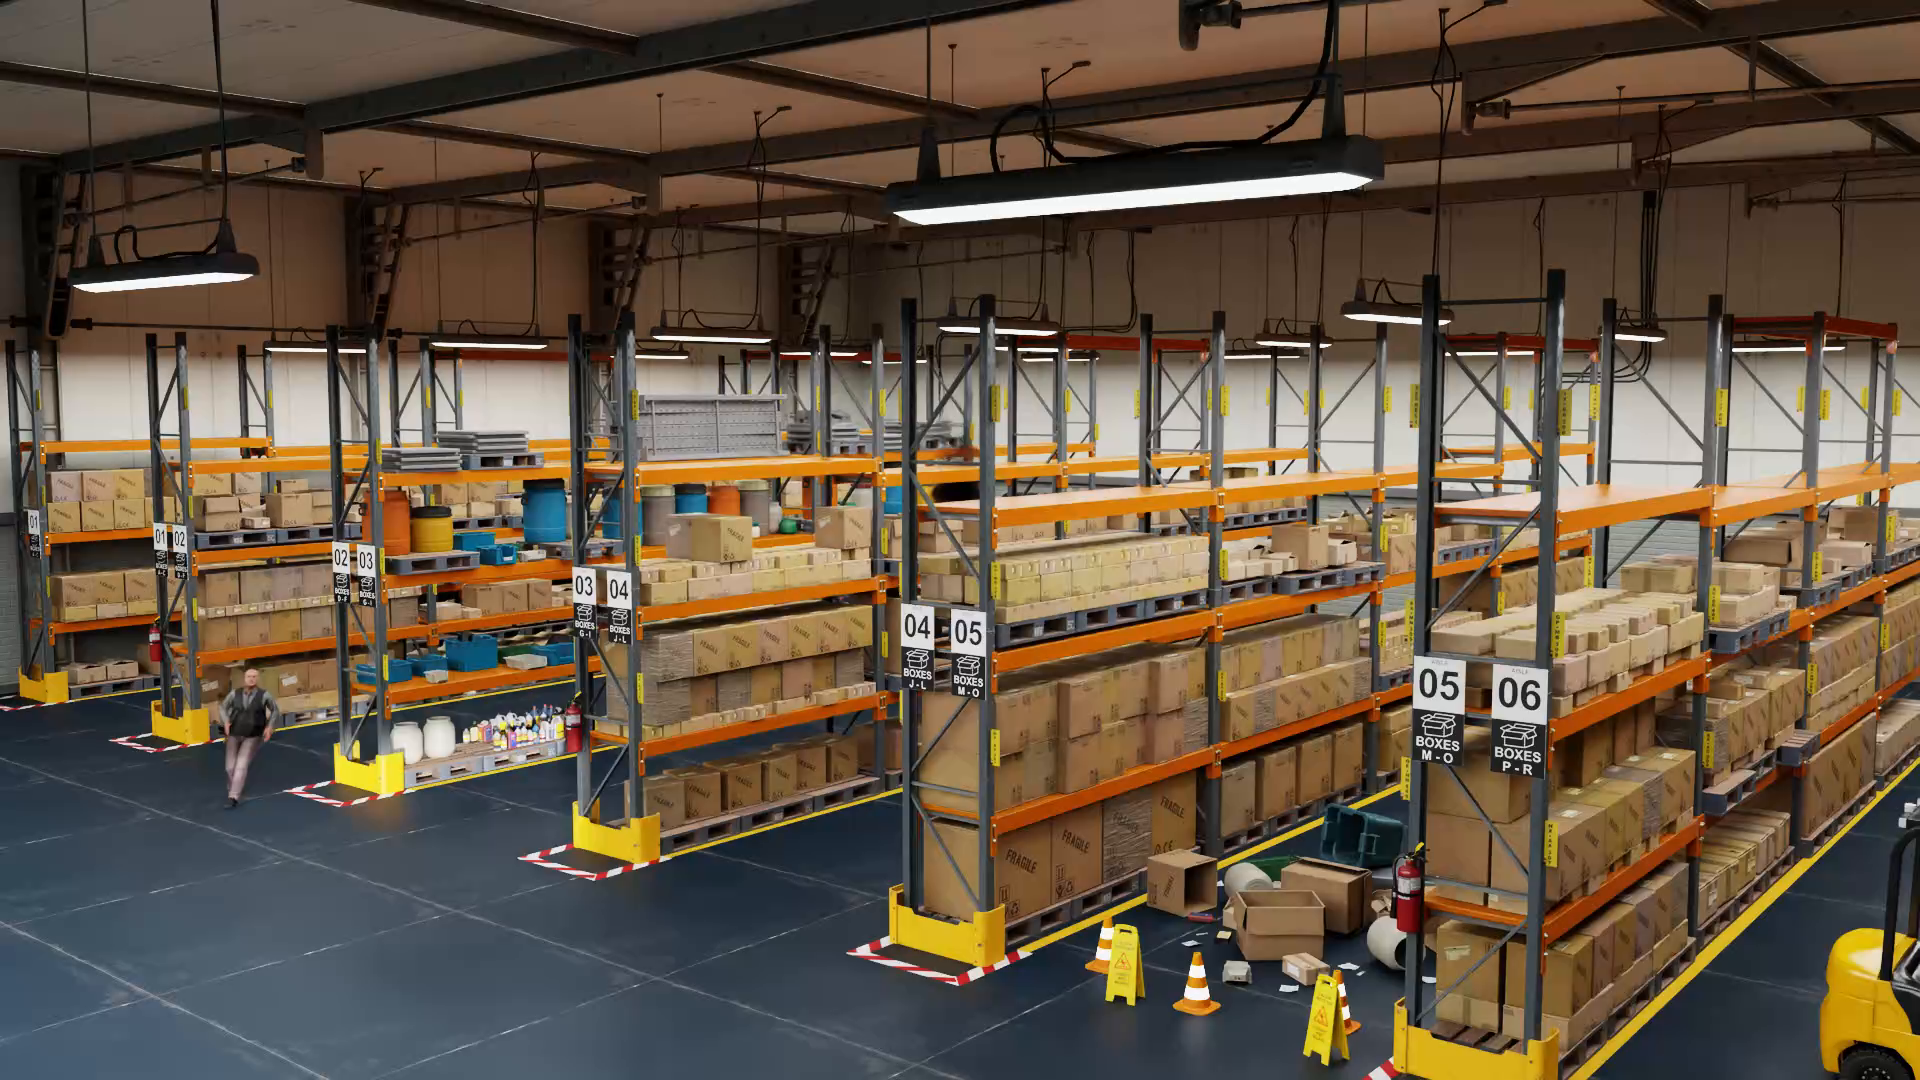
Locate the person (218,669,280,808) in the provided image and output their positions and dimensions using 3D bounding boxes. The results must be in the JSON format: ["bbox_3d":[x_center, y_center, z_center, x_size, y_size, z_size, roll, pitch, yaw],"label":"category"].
[{"bbox_3d":[-8.921,2.458,20.852,0.713,1.671,0.835,-1,5,-11],"label":"person"}]
